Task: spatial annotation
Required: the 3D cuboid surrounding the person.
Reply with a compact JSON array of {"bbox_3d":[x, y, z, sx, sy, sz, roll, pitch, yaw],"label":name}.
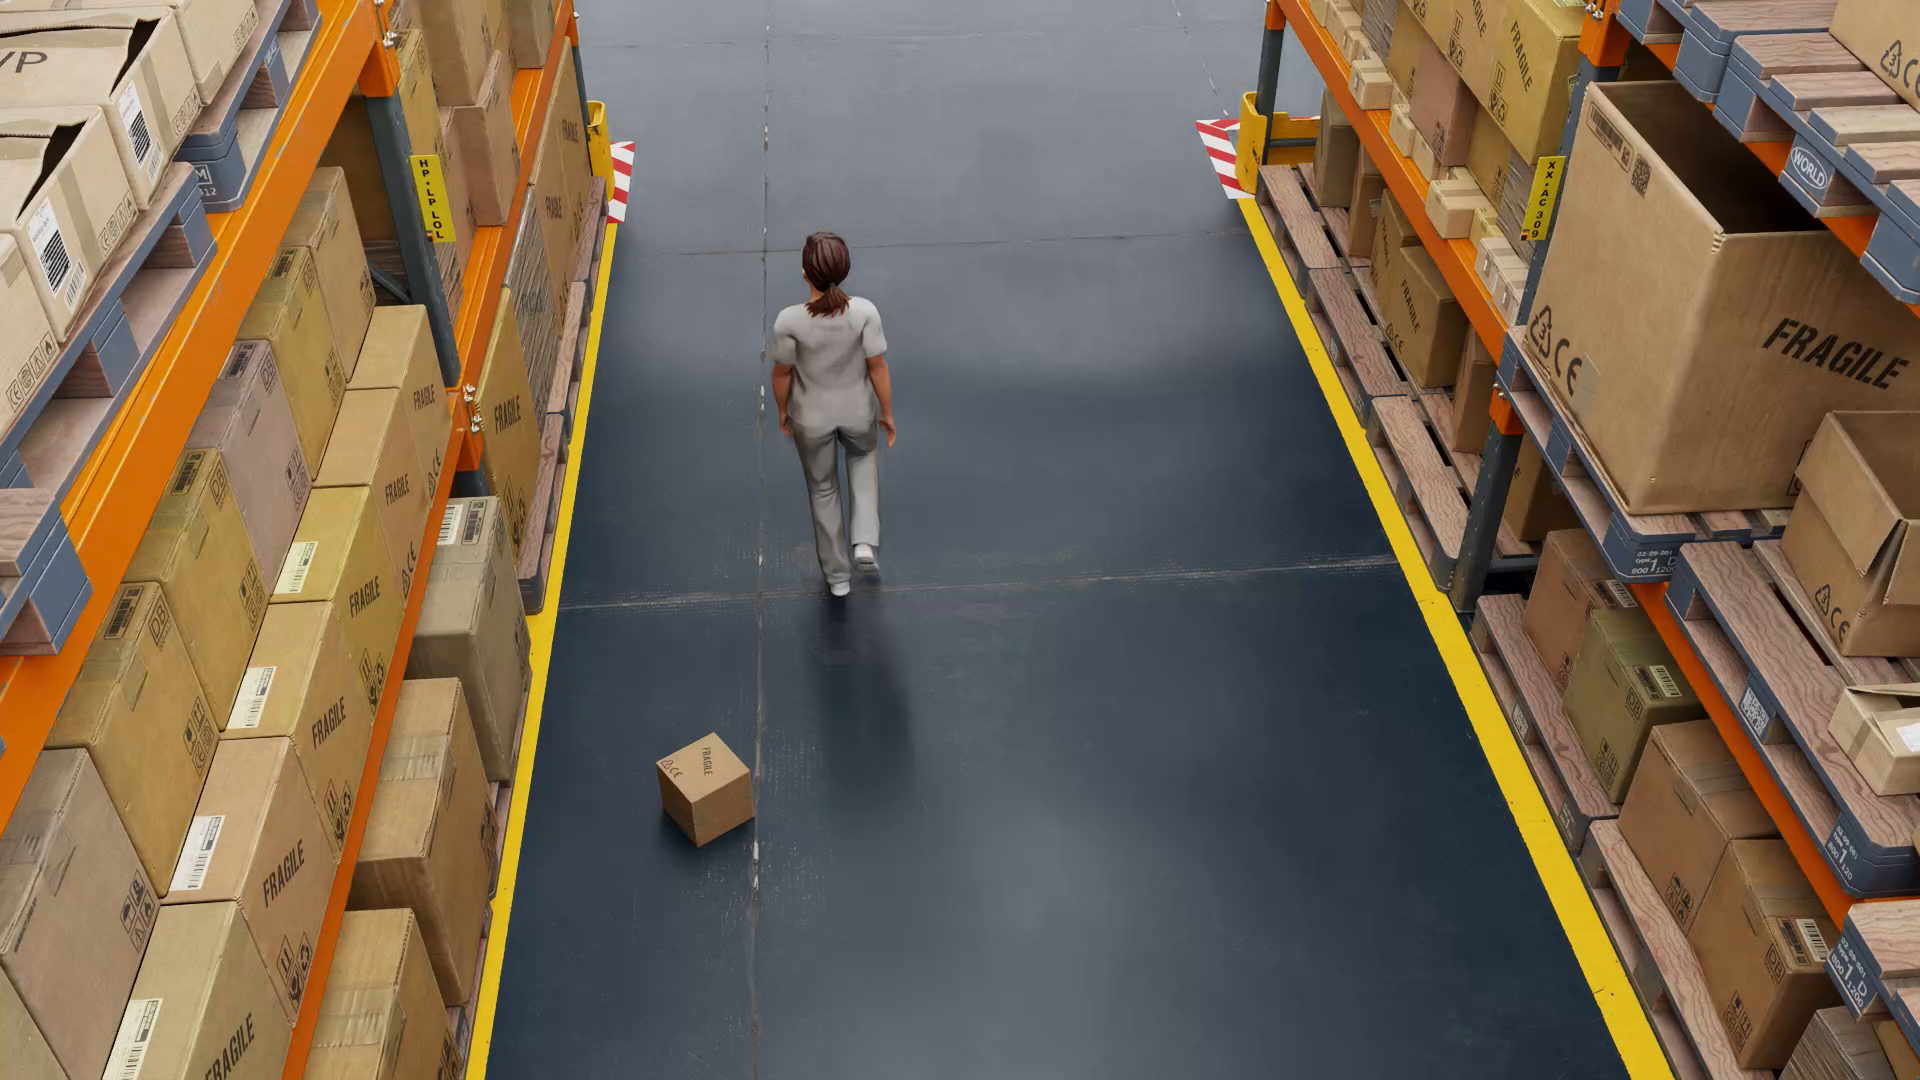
[{"bbox_3d":[-0.517,-0.518,6.755,0.477,1.671,0.437,-9,40,-11],"label":"person"}]
